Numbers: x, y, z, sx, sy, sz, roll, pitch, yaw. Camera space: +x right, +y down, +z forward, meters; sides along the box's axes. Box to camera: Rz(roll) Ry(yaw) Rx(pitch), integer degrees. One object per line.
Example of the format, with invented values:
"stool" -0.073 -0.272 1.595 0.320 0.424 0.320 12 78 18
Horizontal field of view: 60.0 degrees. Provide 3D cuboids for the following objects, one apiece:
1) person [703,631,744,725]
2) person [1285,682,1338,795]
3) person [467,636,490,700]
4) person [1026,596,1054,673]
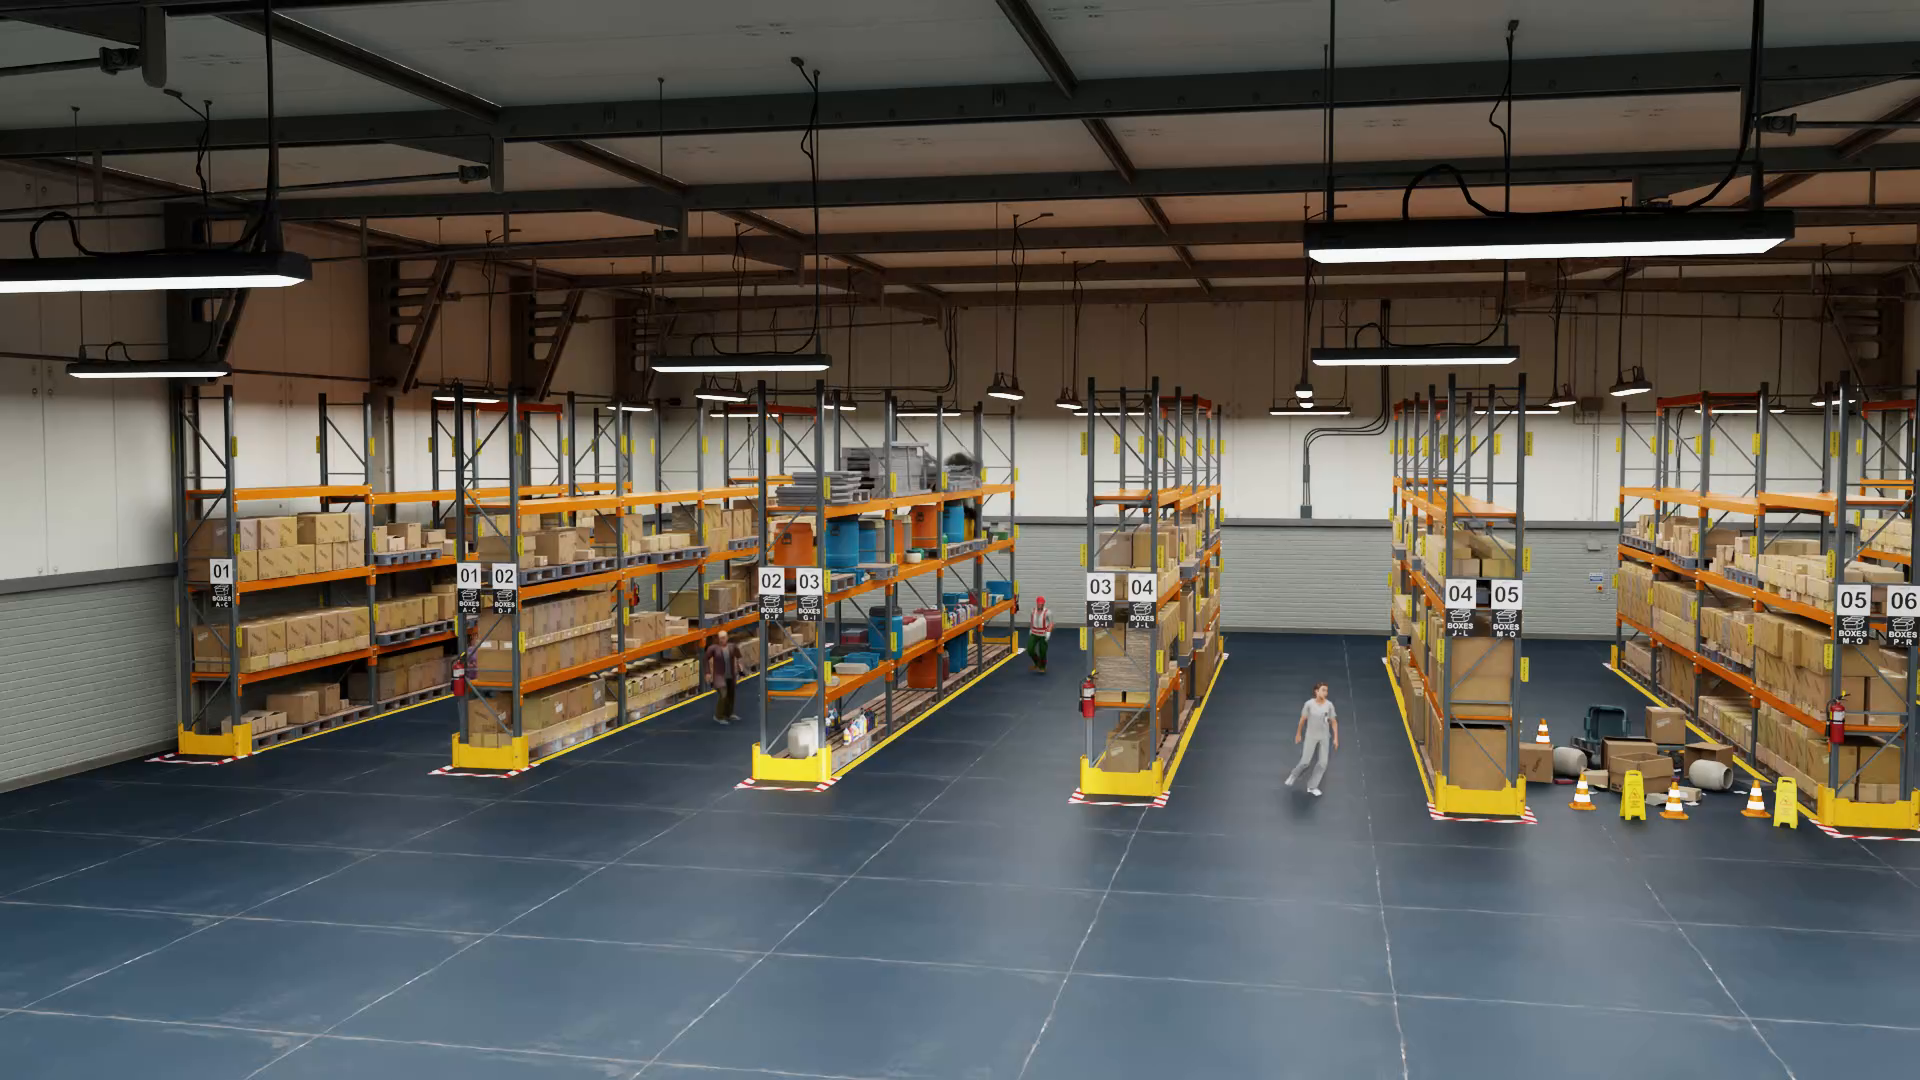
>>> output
"person" -4.234 2.499 30.086 0.700 1.750 0.888 -3 4 -38
"person" 5.061 2.838 23.943 0.690 1.630 0.554 0 3 -2
"person" -8.923 2.533 30.822 0.589 1.519 0.764 -1 3 -22
"person" 1.758 2.087 36.489 0.679 1.731 0.670 1 3 24
